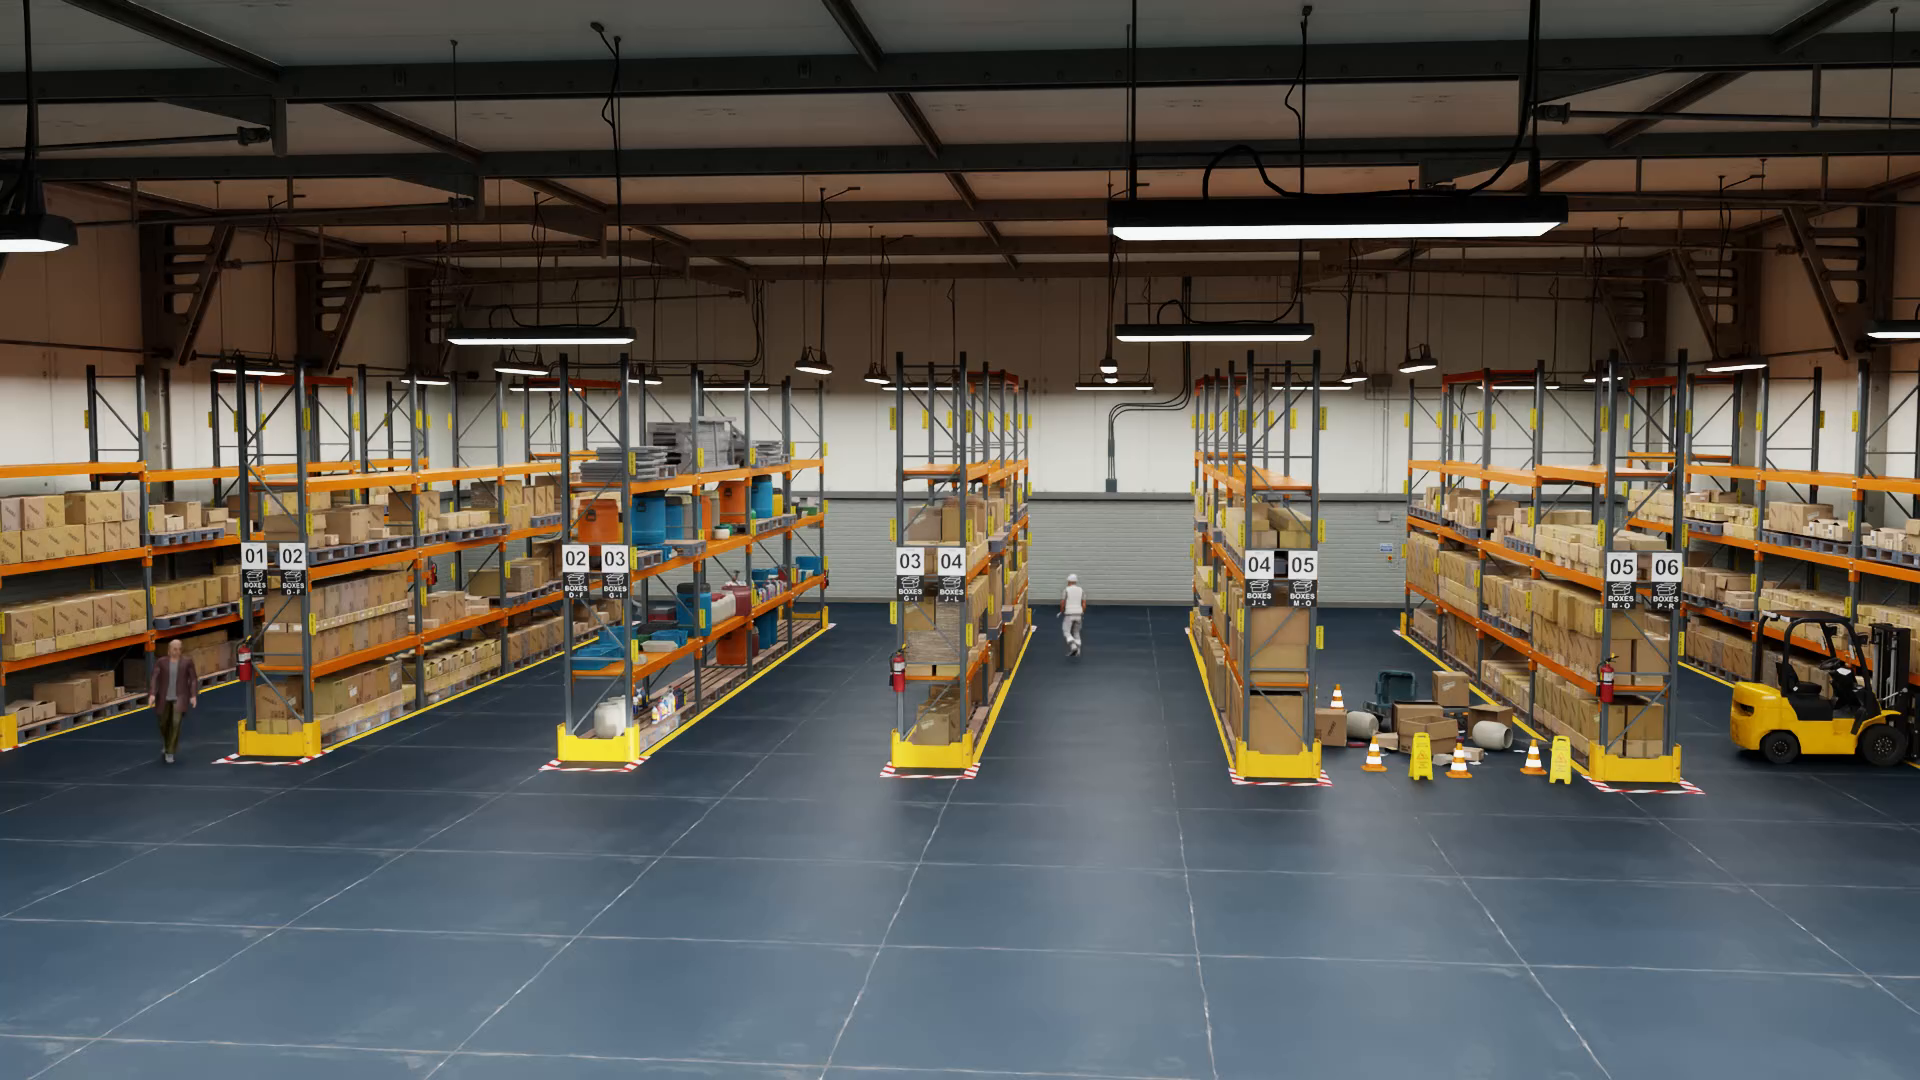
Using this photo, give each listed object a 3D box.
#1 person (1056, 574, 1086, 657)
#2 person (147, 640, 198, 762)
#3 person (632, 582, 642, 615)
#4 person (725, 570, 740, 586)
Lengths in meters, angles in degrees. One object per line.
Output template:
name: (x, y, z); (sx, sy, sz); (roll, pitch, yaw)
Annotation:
person: (2.419, 1.619, 35.316); (0.613, 1.761, 0.702); (-2, 4, -22)
person: (-11.735, 2.380, 24.803); (0.667, 1.785, 0.798); (-1, 4, -20)
person: (-8.431, 1.124, 42.252); (0.822, 1.756, 0.582); (-2, 4, -25)
person: (-5.172, 1.475, 37.941); (0.483, 1.629, 0.960); (2, 5, 27)
